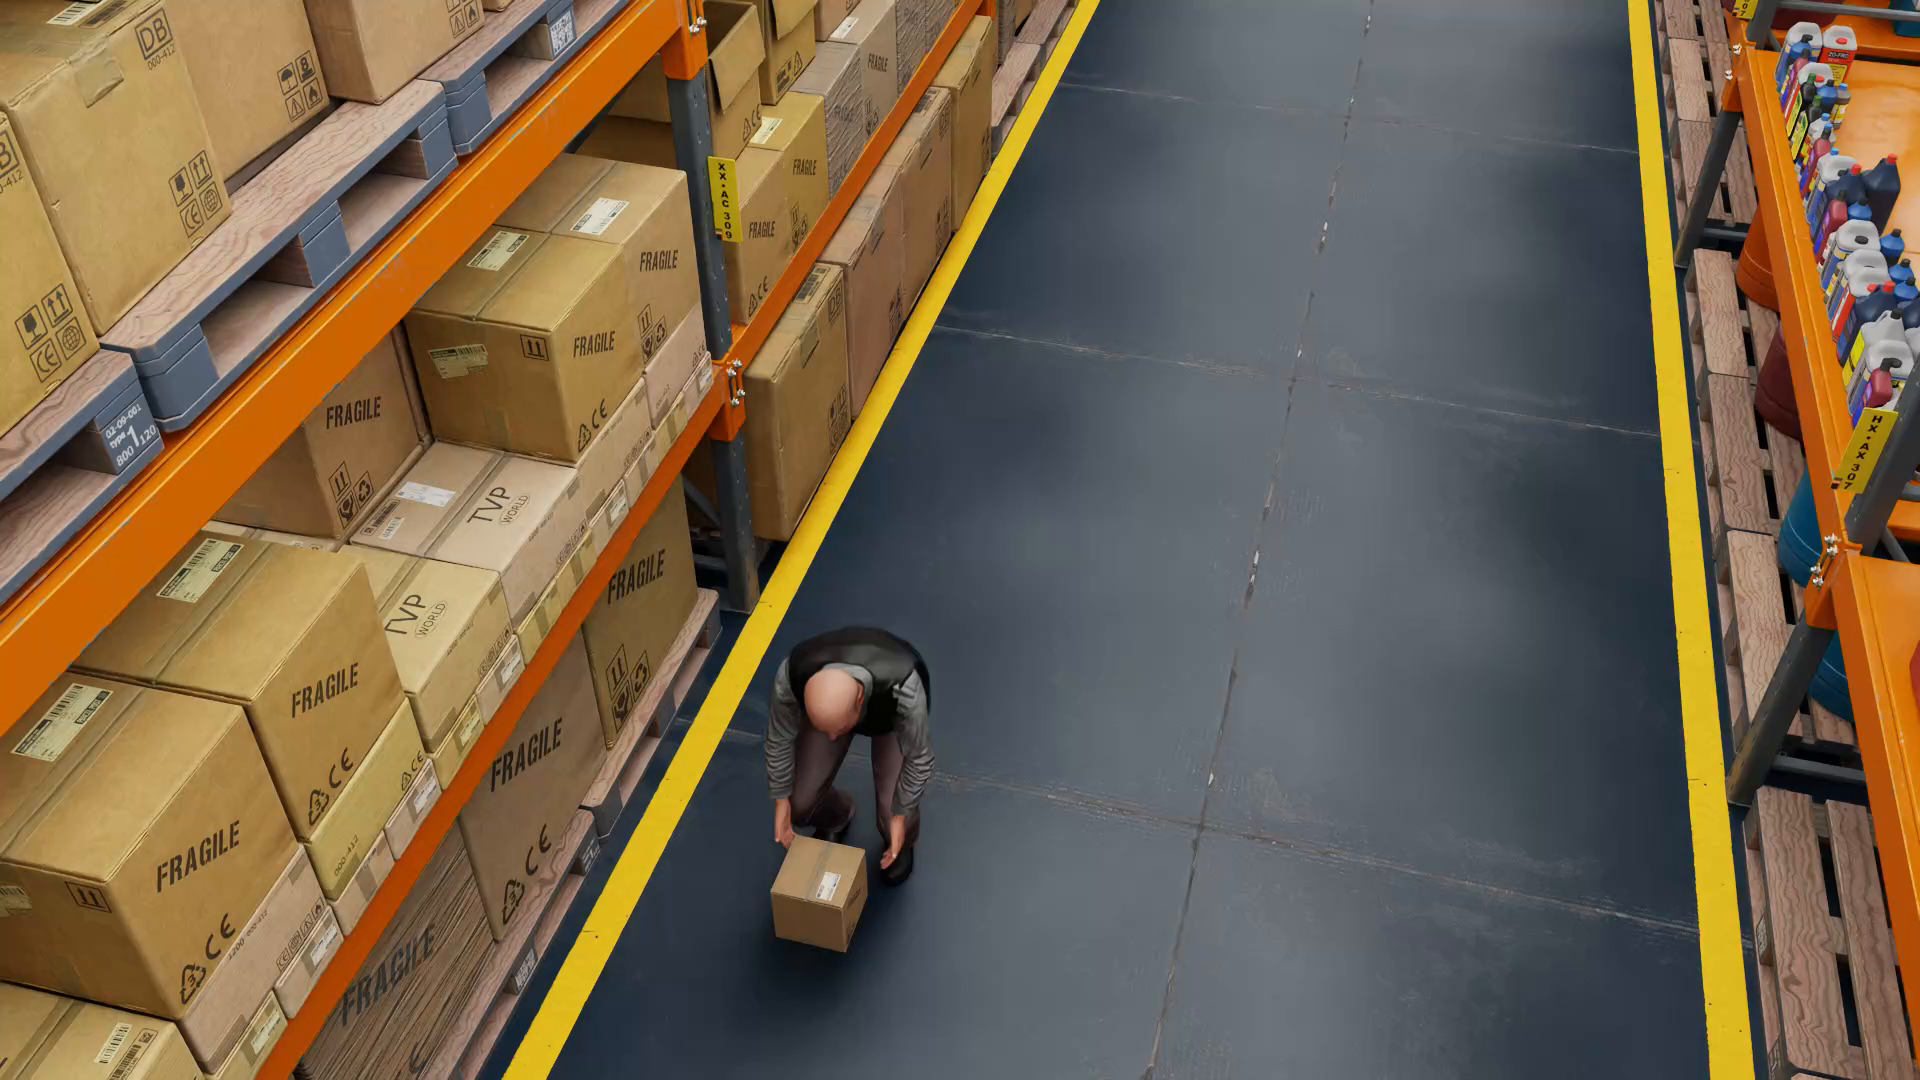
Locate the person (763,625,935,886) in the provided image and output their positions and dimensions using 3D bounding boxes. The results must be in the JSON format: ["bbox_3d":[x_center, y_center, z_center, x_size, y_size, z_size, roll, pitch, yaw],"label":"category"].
[{"bbox_3d":[-0.335,0.717,5.702,0.586,1.260,0.761,10,42,11],"label":"person"}]
